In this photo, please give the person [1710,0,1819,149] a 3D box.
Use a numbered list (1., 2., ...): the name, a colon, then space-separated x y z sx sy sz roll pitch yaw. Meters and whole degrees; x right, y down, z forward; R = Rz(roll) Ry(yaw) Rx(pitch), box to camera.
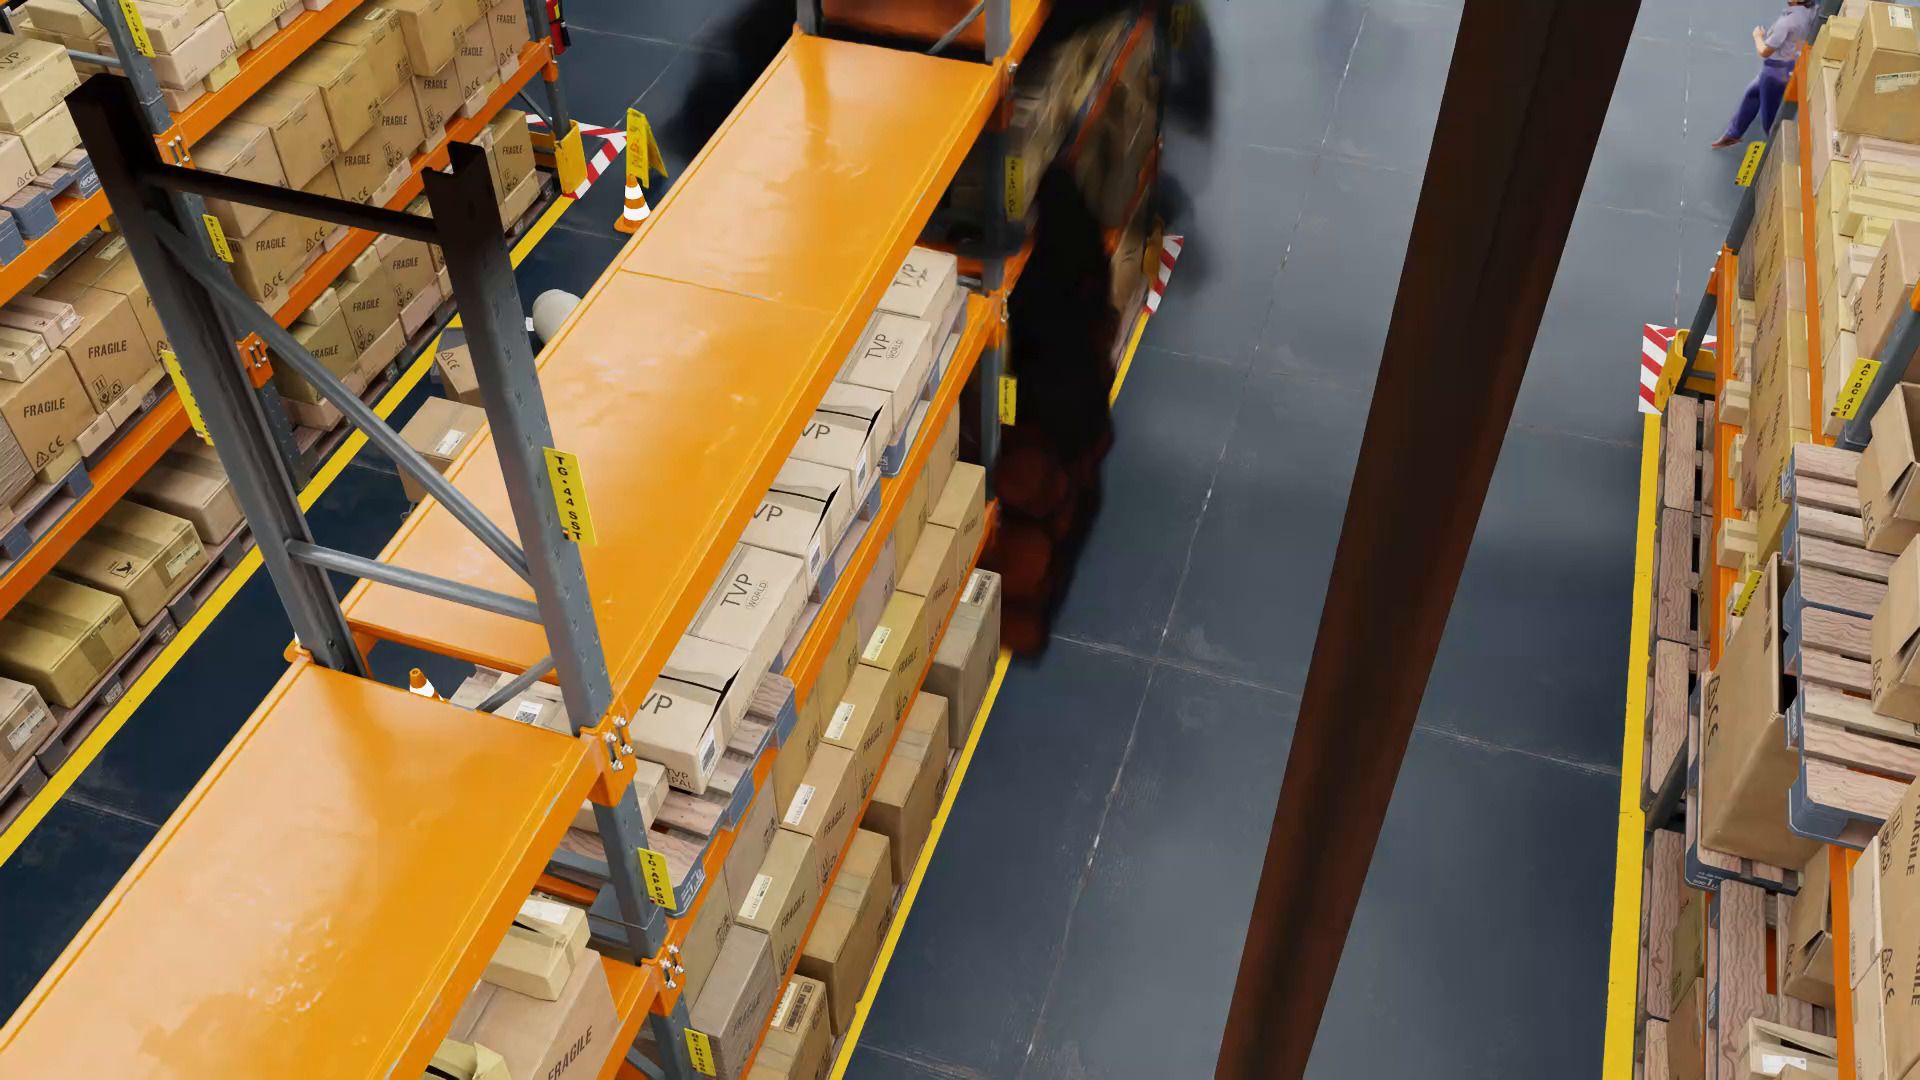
1. person: 6.781 -3.759 13.680 0.627 1.694 0.891 -23 50 -21
